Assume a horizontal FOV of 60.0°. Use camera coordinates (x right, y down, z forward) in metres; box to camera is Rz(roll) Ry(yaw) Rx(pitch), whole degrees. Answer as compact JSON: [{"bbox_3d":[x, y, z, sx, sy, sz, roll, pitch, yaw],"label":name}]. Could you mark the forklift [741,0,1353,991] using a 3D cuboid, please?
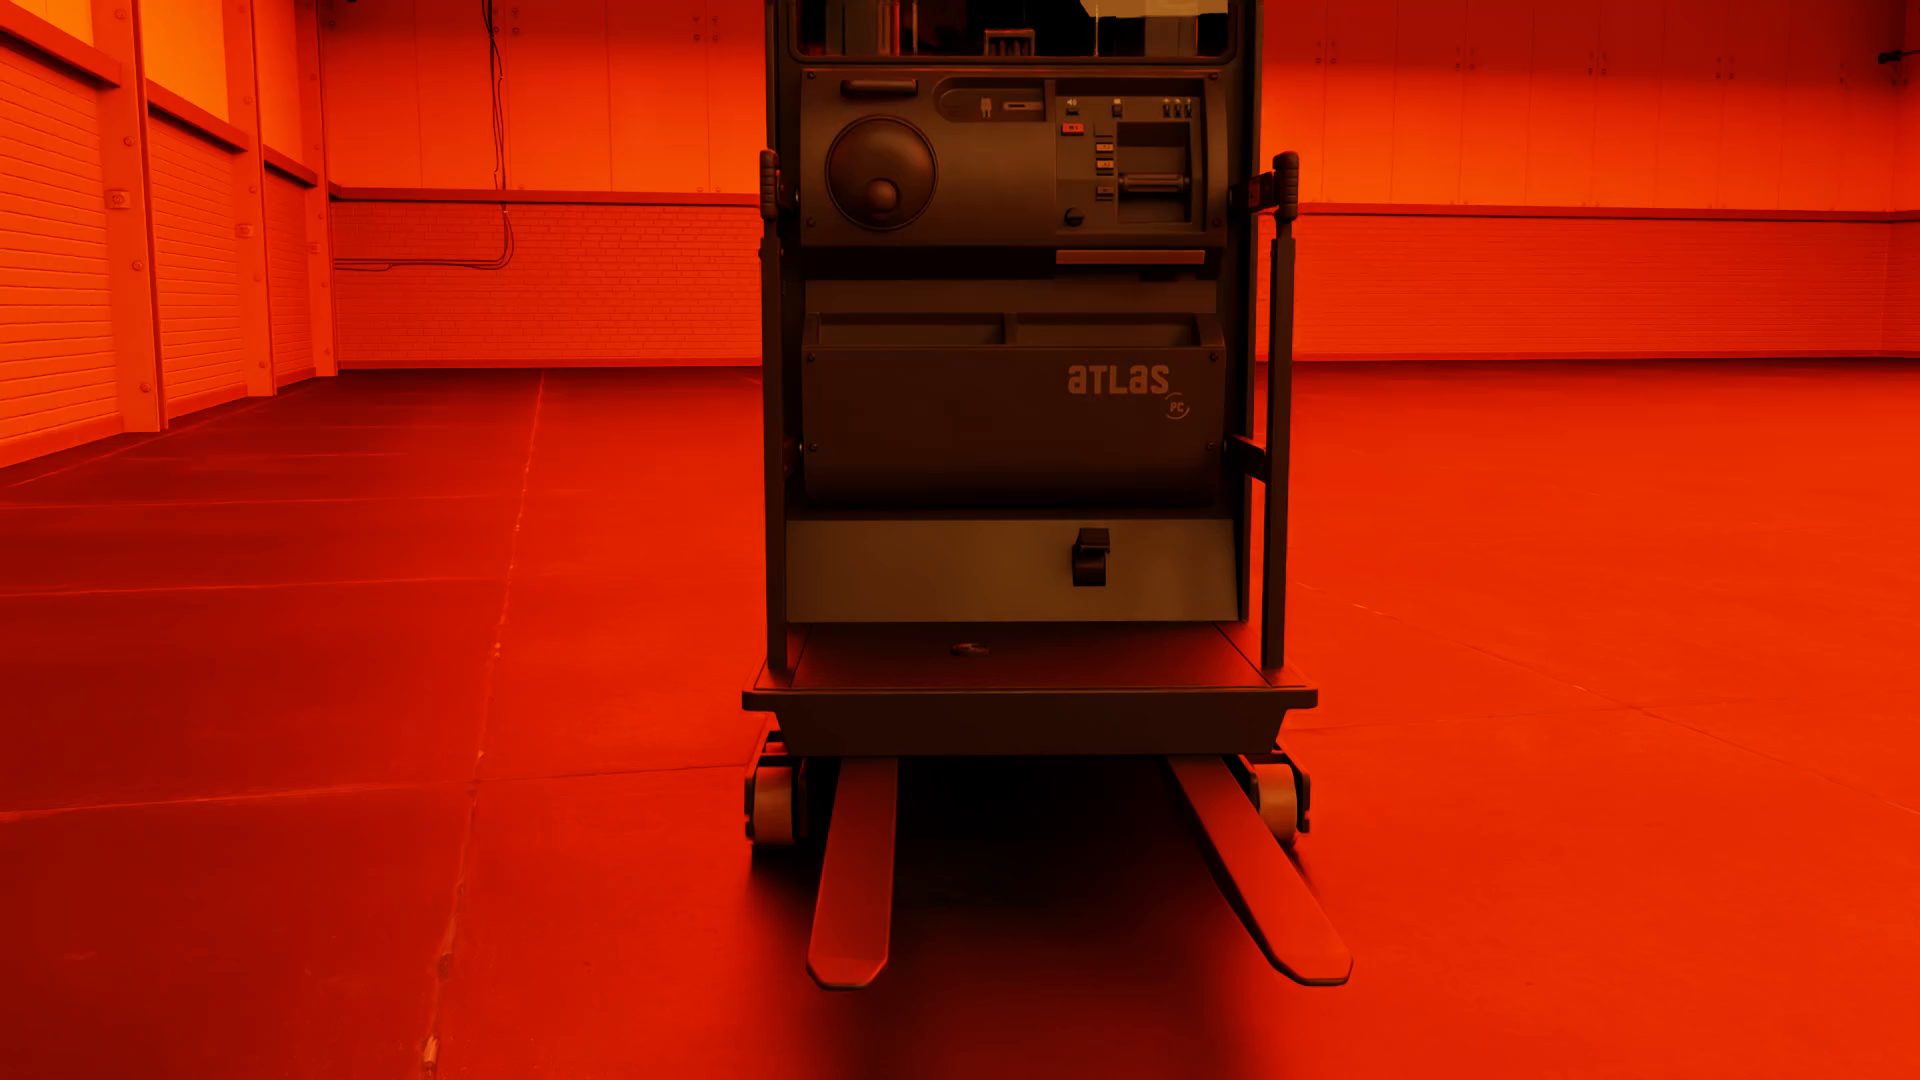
[{"bbox_3d":[0.124,-0.880,3.428,1.130,2.935,3.031,0,8,-1],"label":"forklift"}]
